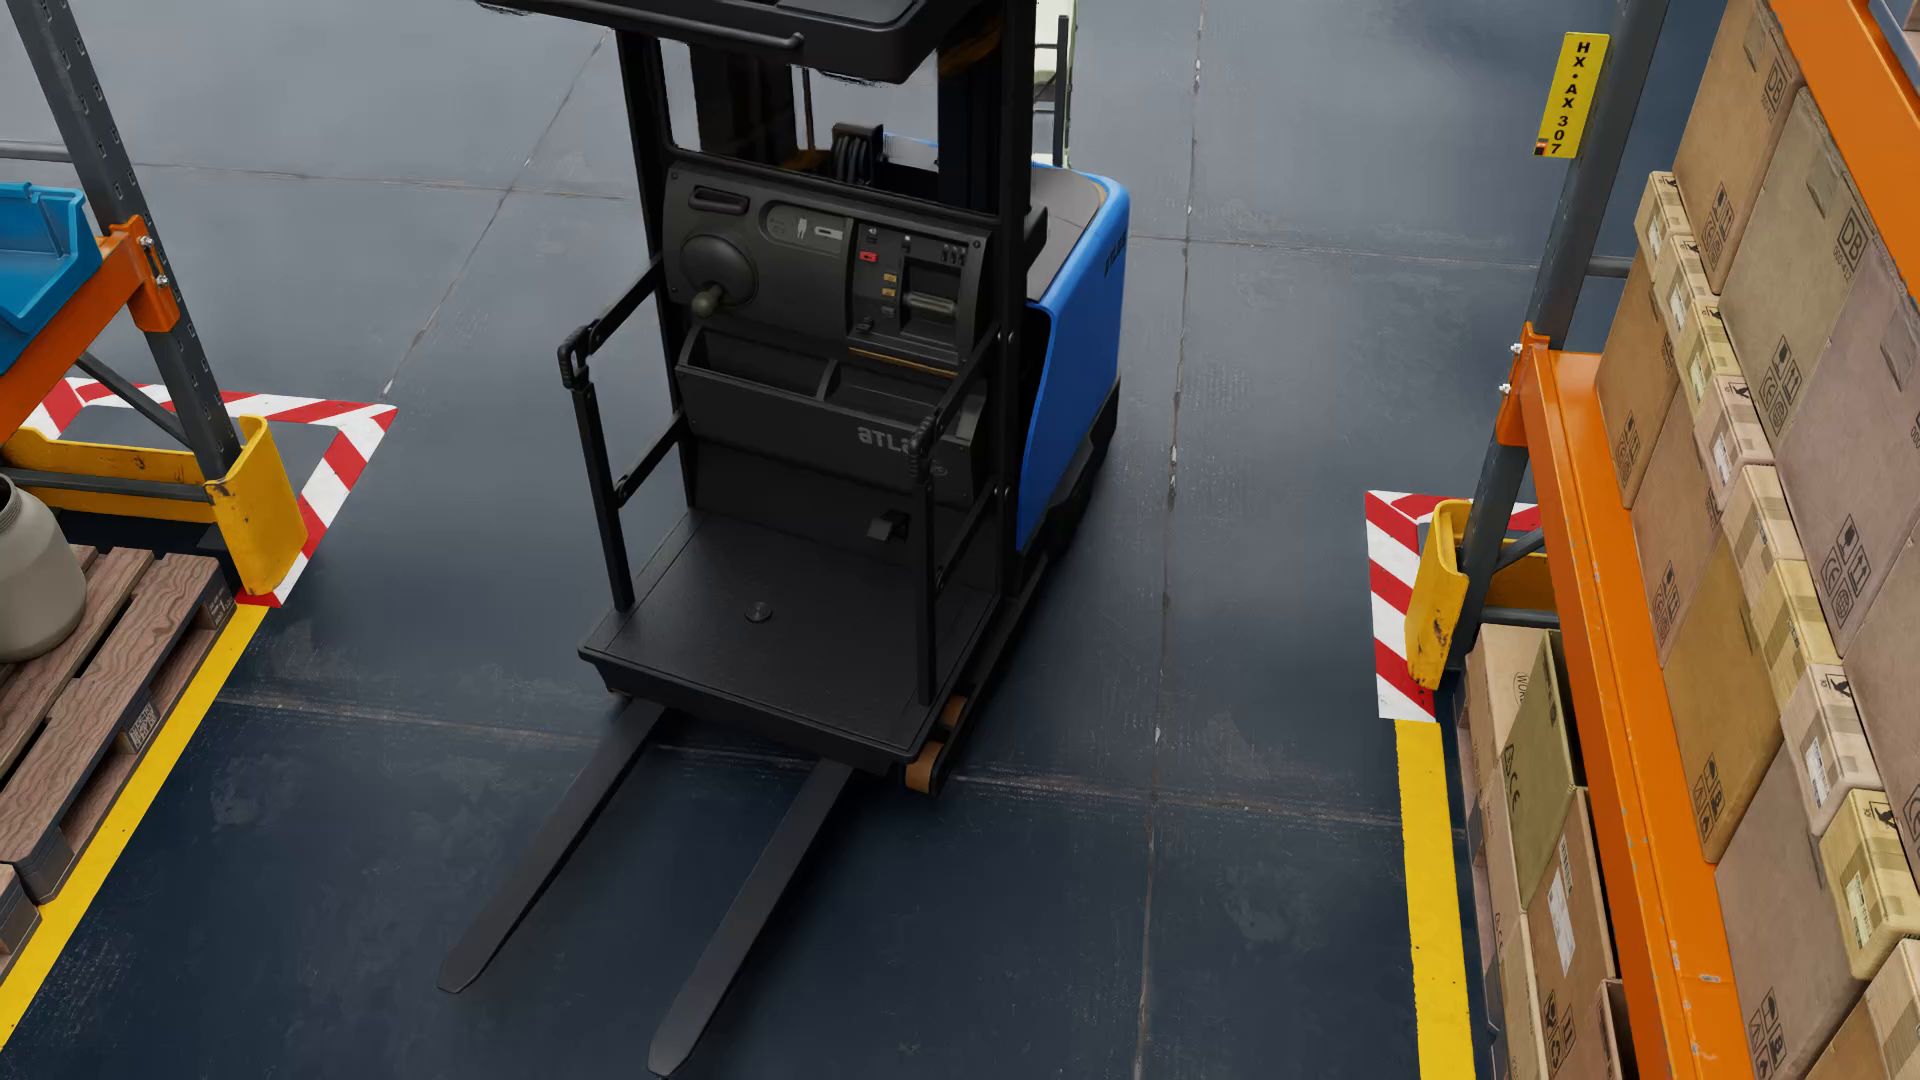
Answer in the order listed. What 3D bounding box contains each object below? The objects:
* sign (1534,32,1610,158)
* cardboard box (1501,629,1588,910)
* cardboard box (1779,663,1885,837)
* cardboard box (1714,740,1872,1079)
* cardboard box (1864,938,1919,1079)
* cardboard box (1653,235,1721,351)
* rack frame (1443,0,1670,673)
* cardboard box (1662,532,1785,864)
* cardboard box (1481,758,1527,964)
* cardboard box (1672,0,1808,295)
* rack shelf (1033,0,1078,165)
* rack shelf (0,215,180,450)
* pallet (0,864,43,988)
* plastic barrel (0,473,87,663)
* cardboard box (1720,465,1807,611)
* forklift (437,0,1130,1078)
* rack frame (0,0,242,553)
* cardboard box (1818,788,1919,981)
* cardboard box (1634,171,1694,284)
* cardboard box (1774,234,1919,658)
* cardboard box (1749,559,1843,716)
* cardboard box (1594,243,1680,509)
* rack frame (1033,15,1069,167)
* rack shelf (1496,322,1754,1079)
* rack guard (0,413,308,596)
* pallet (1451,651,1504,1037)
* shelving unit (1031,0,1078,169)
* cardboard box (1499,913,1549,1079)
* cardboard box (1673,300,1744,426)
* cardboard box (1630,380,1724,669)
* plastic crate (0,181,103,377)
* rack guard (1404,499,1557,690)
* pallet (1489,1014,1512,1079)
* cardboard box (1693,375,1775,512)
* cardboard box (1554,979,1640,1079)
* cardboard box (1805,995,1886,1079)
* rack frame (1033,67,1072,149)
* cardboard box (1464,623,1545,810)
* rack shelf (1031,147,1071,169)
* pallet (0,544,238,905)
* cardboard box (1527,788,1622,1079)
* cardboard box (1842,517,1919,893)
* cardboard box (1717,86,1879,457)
[{"bbox_3d":[1.472,-1.069,4.010,0.100,0.325,0.005,5,44,6],"label":"sign"},{"bbox_3d":[1.666,0.589,4.095,0.500,0.500,0.500,5,44,6],"label":"cardboard box"},{"bbox_3d":[1.552,0.353,2.652,0.380,0.149,0.250,6,44,6],"label":"cardboard box"},{"bbox_3d":[1.745,0.665,2.793,0.700,0.500,0.500,6,44,7],"label":"cardboard box"},{"bbox_3d":[1.486,0.713,2.271,0.380,0.149,0.250,6,44,7],"label":"cardboard box"},{"bbox_3d":[1.724,-0.515,3.568,0.380,0.149,0.250,4,44,4],"label":"cardboard box"},{"bbox_3d":[2.022,-0.671,4.277,1.000,3.000,0.127,5,44,6],"label":"rack frame"},{"bbox_3d":[1.811,0.306,3.173,0.700,0.500,0.500,6,44,6],"label":"cardboard box"},{"bbox_3d":[1.668,0.861,4.353,0.500,0.250,0.500,5,44,6],"label":"cardboard box"},{"bbox_3d":[1.940,-0.825,3.424,0.700,0.500,0.500,5,44,6],"label":"cardboard box"},{"bbox_3d":[0.187,-1.685,5.871,0.431,0.370,0.720,4,44,4],"label":"rack shelf"},{"bbox_3d":[-3.152,0.501,3.563,1.077,0.370,4.000,5,44,6],"label":"rack shelf"},{"bbox_3d":[-3.128,1.327,4.195,1.003,0.211,1.213,5,44,6],"label":"pallet"},{"bbox_3d":[-2.899,0.083,4.985,0.421,0.512,0.421,0,43,0],"label":"plastic barrel"},{"bbox_3d":[1.621,0.009,3.015,0.380,0.149,0.250,4,44,4],"label":"cardboard box"},{"bbox_3d":[-0.452,-0.645,4.299,1.130,2.935,3.031,16,46,16],"label":"forklift"},{"bbox_3d":[-2.888,-1.124,4.755,1.000,3.000,0.127,5,44,6],"label":"rack frame"},{"bbox_3d":[1.518,0.532,2.462,0.380,0.149,0.250,7,44,7],"label":"cardboard box"},{"bbox_3d":[1.756,-0.695,3.758,0.380,0.149,0.250,5,44,5],"label":"cardboard box"},{"bbox_3d":[1.810,-0.123,2.682,0.700,0.500,0.500,5,44,6],"label":"cardboard box"},{"bbox_3d":[1.588,0.183,2.831,0.380,0.149,0.250,5,44,5],"label":"cardboard box"},{"bbox_3d":[1.947,-0.390,3.908,0.700,0.500,0.500,5,44,6],"label":"cardboard box"},{"bbox_3d":[0.151,-1.151,5.875,0.400,1.500,0.023,4,44,4],"label":"rack frame"},{"bbox_3d":[1.757,0.953,3.085,1.077,0.370,4.000,5,44,6],"label":"rack shelf"},{"bbox_3d":[-2.851,-0.160,5.555,1.175,0.500,0.348,5,44,6],"label":"rack guard"},{"bbox_3d":[1.962,0.867,4.681,1.003,0.211,1.213,5,44,6],"label":"pallet"},{"bbox_3d":[0.187,-1.402,6.139,0.431,1.500,0.755,4,44,4],"label":"shelving unit"},{"bbox_3d":[1.601,1.202,3.993,0.500,0.250,0.500,5,44,6],"label":"cardboard box"},{"bbox_3d":[1.690,-0.345,3.388,0.380,0.149,0.250,5,44,6],"label":"cardboard box"},{"bbox_3d":[1.883,-0.032,3.529,0.700,0.500,0.500,6,44,7],"label":"cardboard box"},{"bbox_3d":[-2.657,-0.701,4.417,0.499,0.251,0.616,5,44,6],"label":"plastic crate"},{"bbox_3d":[2.025,0.220,5.154,1.175,0.500,0.348,5,44,6],"label":"rack guard"},{"bbox_3d":[1.798,1.696,3.806,1.003,0.211,1.213,5,44,6],"label":"pallet"},{"bbox_3d":[1.654,-0.173,3.207,0.380,0.149,0.250,5,44,5],"label":"cardboard box"},{"bbox_3d":[1.529,1.270,3.376,0.500,0.500,0.500,5,44,6],"label":"cardboard box"},{"bbox_3d":[1.679,1.014,2.425,0.700,0.500,0.500,6,44,6],"label":"cardboard box"},{"bbox_3d":[0.223,-1.652,6.404,0.400,1.500,0.023,4,44,4],"label":"rack frame"},{"bbox_3d":[1.730,0.520,4.713,0.500,0.250,0.500,5,44,6],"label":"cardboard box"},{"bbox_3d":[0.187,-1.165,6.364,0.431,0.370,0.720,4,44,4],"label":"rack shelf"},{"bbox_3d":[-2.964,0.498,5.070,1.003,0.211,1.213,5,44,6],"label":"pallet"},{"bbox_3d":[1.613,0.931,3.734,0.500,0.500,0.500,5,44,6],"label":"cardboard box"},{"bbox_3d":[1.744,0.219,2.321,0.700,0.500,0.500,5,44,6],"label":"cardboard box"},{"bbox_3d":[1.876,-0.466,3.045,0.700,0.500,0.500,4,44,4],"label":"cardboard box"}]
